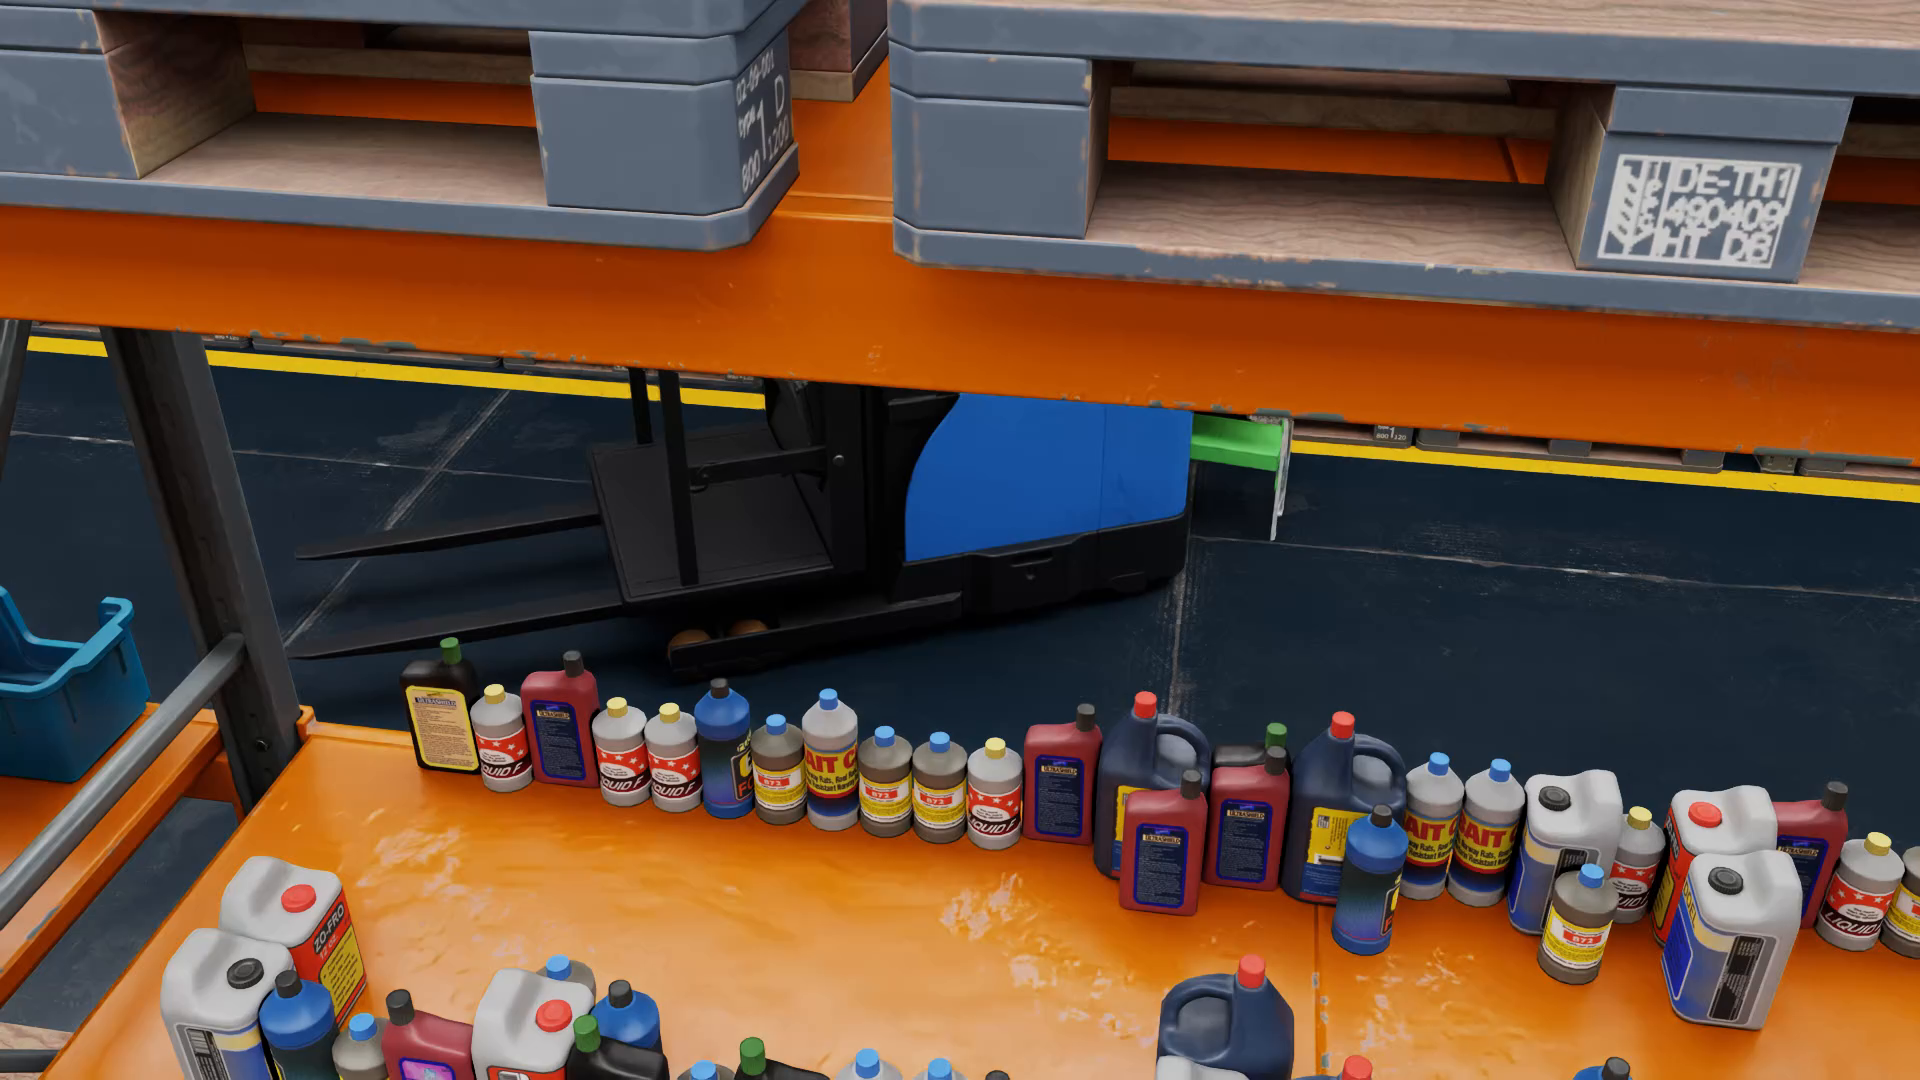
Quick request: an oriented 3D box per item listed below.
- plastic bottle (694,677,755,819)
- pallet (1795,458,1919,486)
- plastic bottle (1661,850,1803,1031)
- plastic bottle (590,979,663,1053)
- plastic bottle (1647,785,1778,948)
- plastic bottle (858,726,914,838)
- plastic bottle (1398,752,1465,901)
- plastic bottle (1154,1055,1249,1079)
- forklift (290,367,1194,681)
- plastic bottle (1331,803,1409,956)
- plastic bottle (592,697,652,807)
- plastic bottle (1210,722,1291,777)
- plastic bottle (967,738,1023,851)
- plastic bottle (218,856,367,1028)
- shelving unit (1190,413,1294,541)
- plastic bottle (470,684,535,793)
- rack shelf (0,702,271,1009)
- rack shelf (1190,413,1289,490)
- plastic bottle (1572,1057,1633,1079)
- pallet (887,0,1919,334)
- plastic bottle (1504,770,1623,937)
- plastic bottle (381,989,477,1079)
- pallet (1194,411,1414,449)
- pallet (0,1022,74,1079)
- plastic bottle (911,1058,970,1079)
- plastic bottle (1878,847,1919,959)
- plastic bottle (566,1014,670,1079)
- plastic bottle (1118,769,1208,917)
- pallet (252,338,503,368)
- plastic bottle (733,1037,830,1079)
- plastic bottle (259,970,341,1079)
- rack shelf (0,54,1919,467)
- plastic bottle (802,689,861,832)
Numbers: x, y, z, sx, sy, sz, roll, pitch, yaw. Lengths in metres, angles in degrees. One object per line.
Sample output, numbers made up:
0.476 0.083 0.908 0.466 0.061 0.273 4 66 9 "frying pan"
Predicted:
-0.419 0.363 2.964 0.097 0.271 0.097 0 32 0 "plastic bottle"
4.037 -0.552 6.933 1.213 0.211 1.003 5 32 8 "pallet"
1.193 0.604 2.575 0.135 0.276 0.152 5 32 8 "plastic bottle"
-0.471 0.734 2.371 0.097 0.271 0.097 0 32 0 "plastic bottle"
1.219 0.524 2.703 0.135 0.276 0.152 5 32 8 "plastic bottle"
-0.131 0.419 2.941 0.097 0.201 0.097 0 32 0 "plastic bottle"
0.784 0.472 2.790 0.097 0.271 0.097 0 32 0 "plastic bottle"
0.320 0.822 2.227 0.135 0.276 0.152 5 32 8 "plastic bottle"
-0.766 -1.091 5.231 3.031 2.935 1.130 -9 33 -15 "forklift"
0.664 0.539 2.684 0.097 0.271 0.097 0 32 0 "plastic bottle"
-0.611 0.375 3.011 0.097 0.201 0.097 0 32 0 "plastic bottle"
0.491 0.430 2.845 0.133 0.283 0.061 5 32 8 "plastic bottle"
0.061 0.436 2.913 0.097 0.201 0.097 0 32 0 "plastic bottle"
-1.022 0.618 2.552 0.135 0.276 0.152 5 32 8 "plastic bottle"
0.976 -0.606 6.088 0.503 1.200 0.258 10 33 15 "shelving unit"
-0.838 0.355 3.043 0.097 0.201 0.097 0 32 0 "plastic bottle"
-3.391 0.564 3.200 4.000 0.370 1.077 5 32 8 "rack shelf"
0.976 -0.349 6.249 0.480 0.148 0.258 10 33 15 "rack shelf"
0.865 0.806 2.257 0.097 0.271 0.097 0 32 0 "plastic bottle"
0.616 -0.515 1.597 1.213 0.211 1.003 5 32 8 "pallet"
0.990 0.503 2.736 0.135 0.276 0.152 5 32 8 "plastic bottle"
-0.731 0.748 2.338 0.133 0.283 0.061 5 32 8 "plastic bottle"
1.346 -0.774 7.288 1.213 0.211 1.003 5 32 8 "pallet"
-2.177 1.530 3.606 1.213 0.211 1.003 5 32 8 "pallet"
-0.027 0.807 2.255 0.097 0.271 0.097 0 32 0 "plastic bottle"
1.565 0.572 2.696 0.097 0.201 0.097 0 32 0 "plastic bottle"
-0.467 0.772 2.300 0.133 0.283 0.061 5 32 8 "plastic bottle"
0.336 0.494 2.744 0.133 0.283 0.061 5 32 8 "plastic bottle"
-2.586 -1.175 7.928 1.213 0.211 1.003 5 32 8 "pallet"
-0.239 0.792 2.267 0.133 0.283 0.061 5 32 8 "plastic bottle"
-0.938 0.724 2.387 0.097 0.271 0.097 0 32 0 "plastic bottle"
0.552 -0.350 1.834 4.000 0.370 1.077 5 32 8 "rack shelf"
-0.227 0.380 2.936 0.097 0.271 0.097 0 32 0 "plastic bottle"
